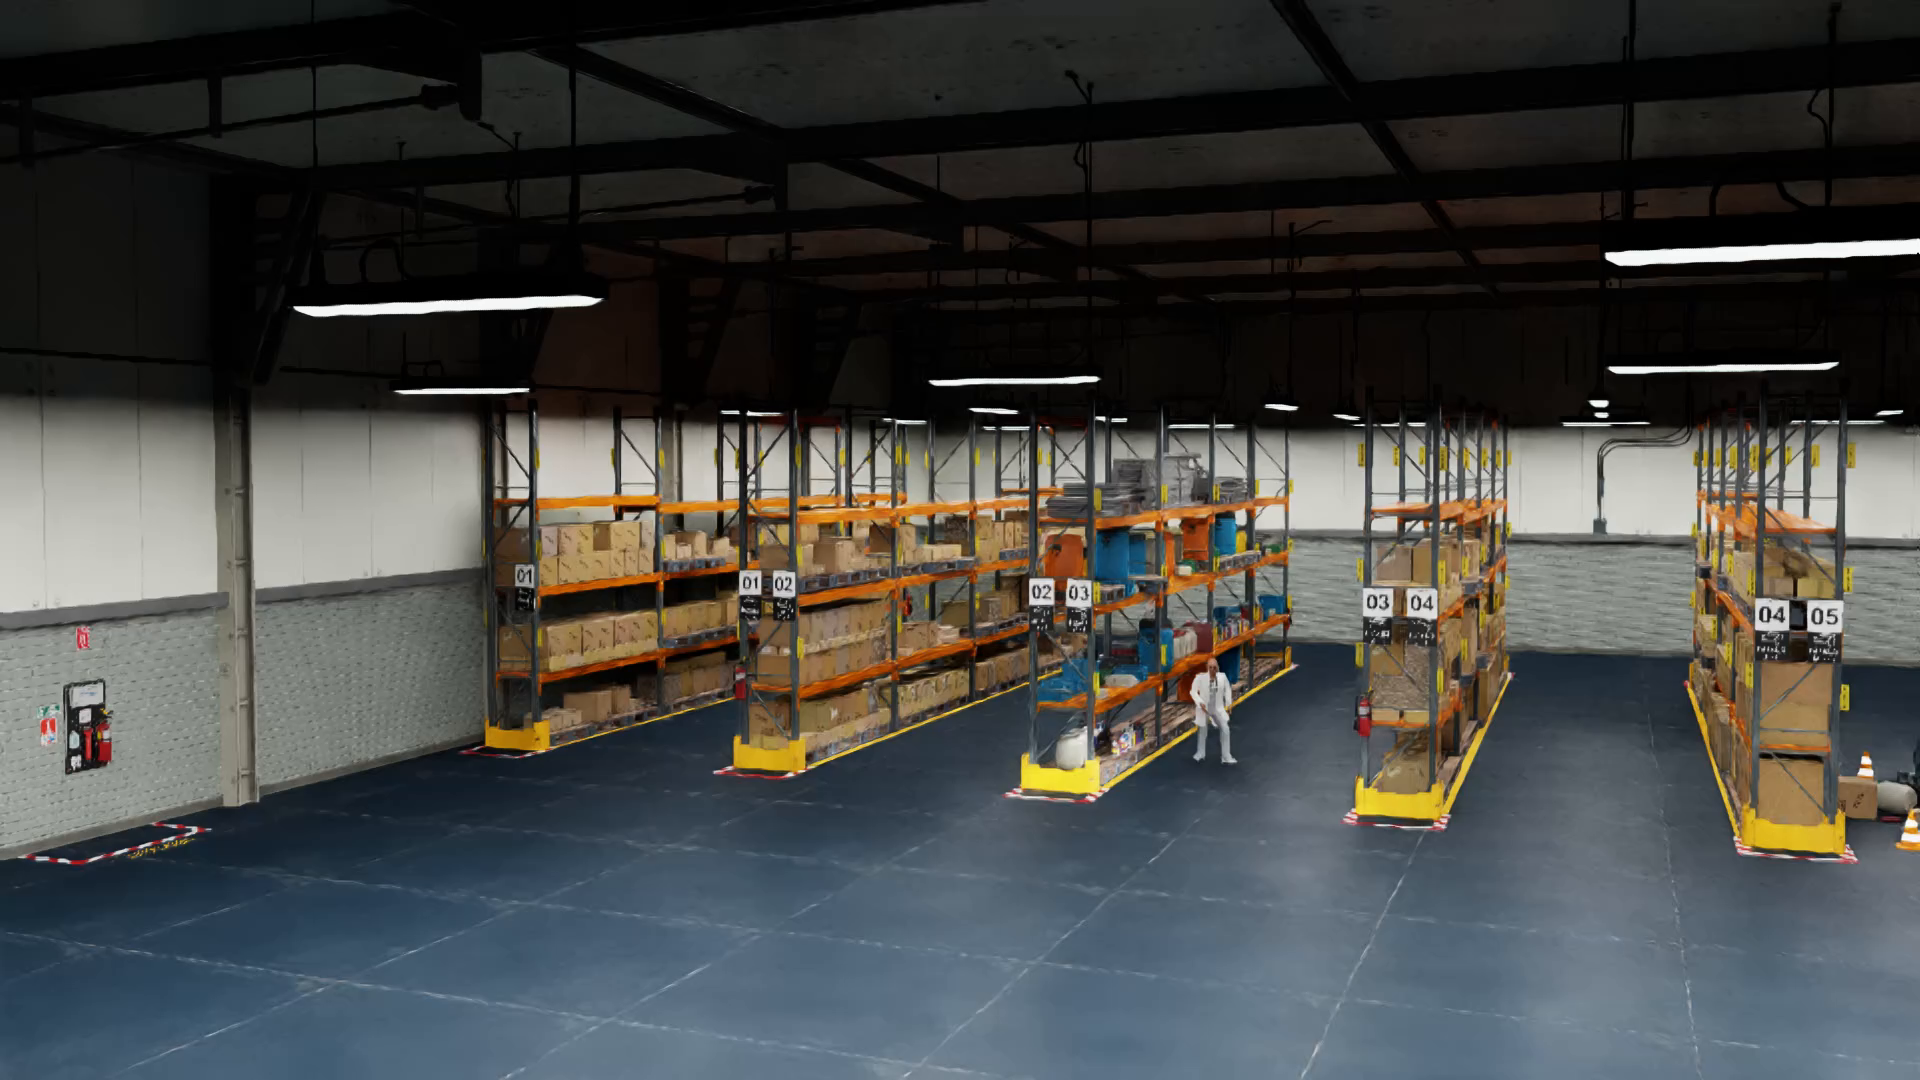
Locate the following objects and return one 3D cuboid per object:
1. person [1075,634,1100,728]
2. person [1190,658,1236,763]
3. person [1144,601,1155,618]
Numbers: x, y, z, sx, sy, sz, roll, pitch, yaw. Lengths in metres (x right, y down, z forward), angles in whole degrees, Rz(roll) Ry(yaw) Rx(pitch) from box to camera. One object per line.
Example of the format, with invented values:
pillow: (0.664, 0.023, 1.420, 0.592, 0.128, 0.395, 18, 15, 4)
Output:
person: (2.358, 2.601, 30.930, 0.626, 1.718, 0.576, -2, 4, -40)
person: (4.130, 2.780, 27.303, 0.721, 1.706, 0.841, 0, 3, 2)
person: (4.884, 2.205, 42.211, 0.450, 1.317, 0.873, 1, 3, 20)
